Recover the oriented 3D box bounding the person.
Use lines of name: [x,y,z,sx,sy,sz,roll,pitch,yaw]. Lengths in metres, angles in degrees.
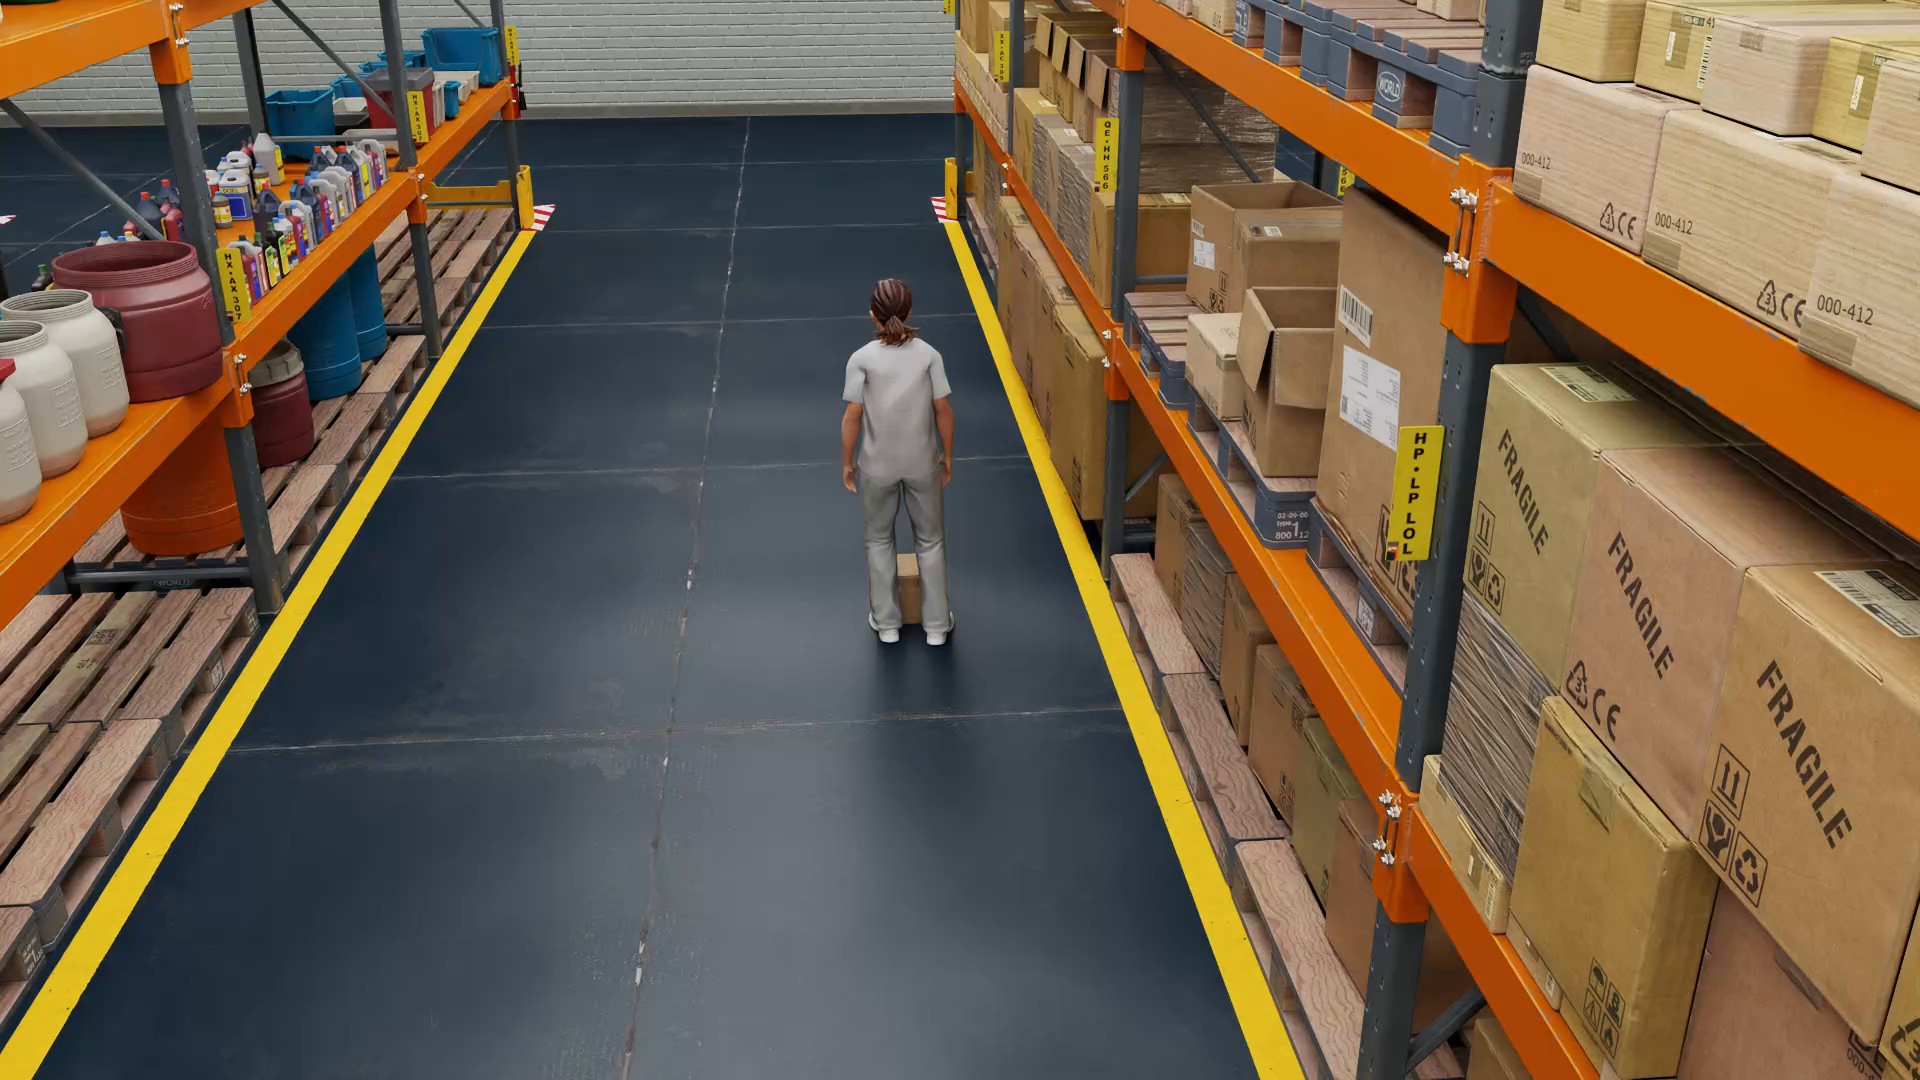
person: [-0.269,-0.330,7.353,0.507,1.669,0.406,-3,24,-7]
